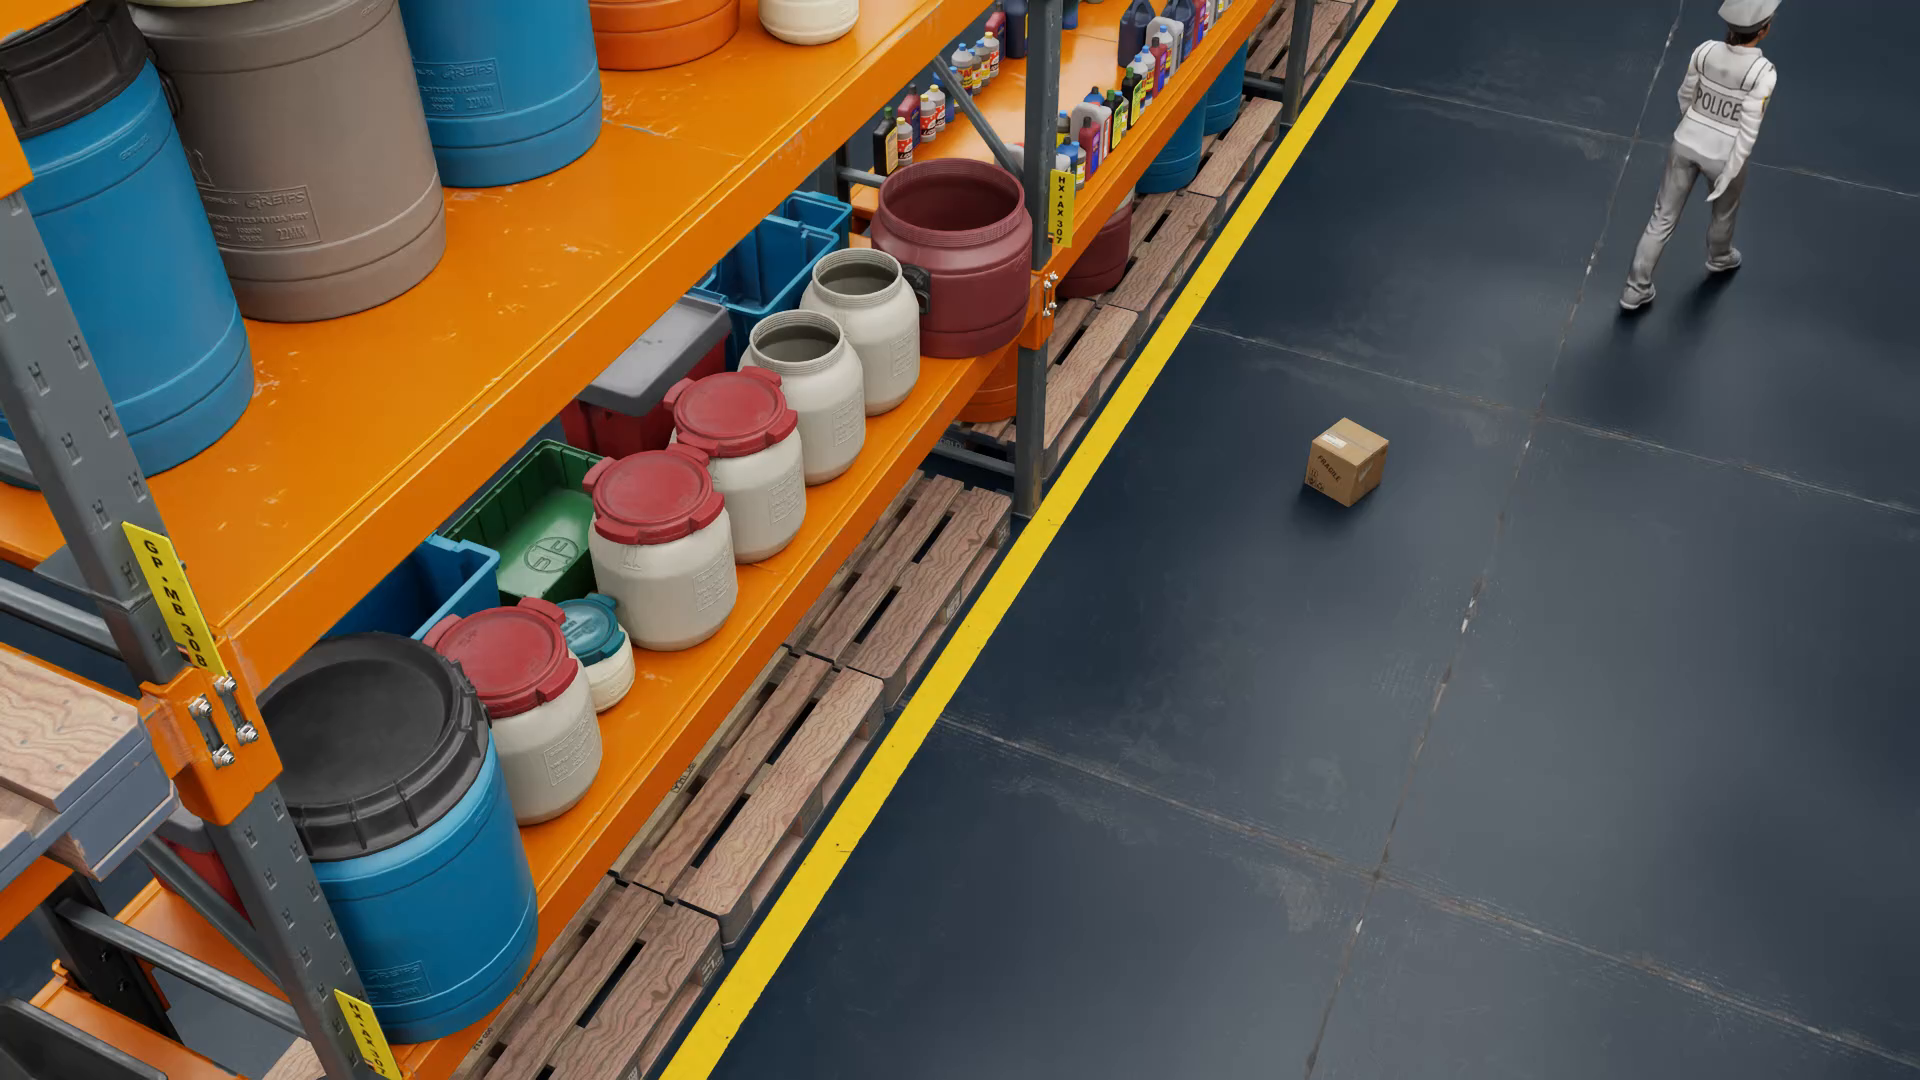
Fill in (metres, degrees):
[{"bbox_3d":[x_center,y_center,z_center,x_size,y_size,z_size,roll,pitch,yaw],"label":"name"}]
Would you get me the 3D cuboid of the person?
[{"bbox_3d":[3.787,-1.998,8.315,0.934,1.646,0.488,-33,52,-31],"label":"person"}]
